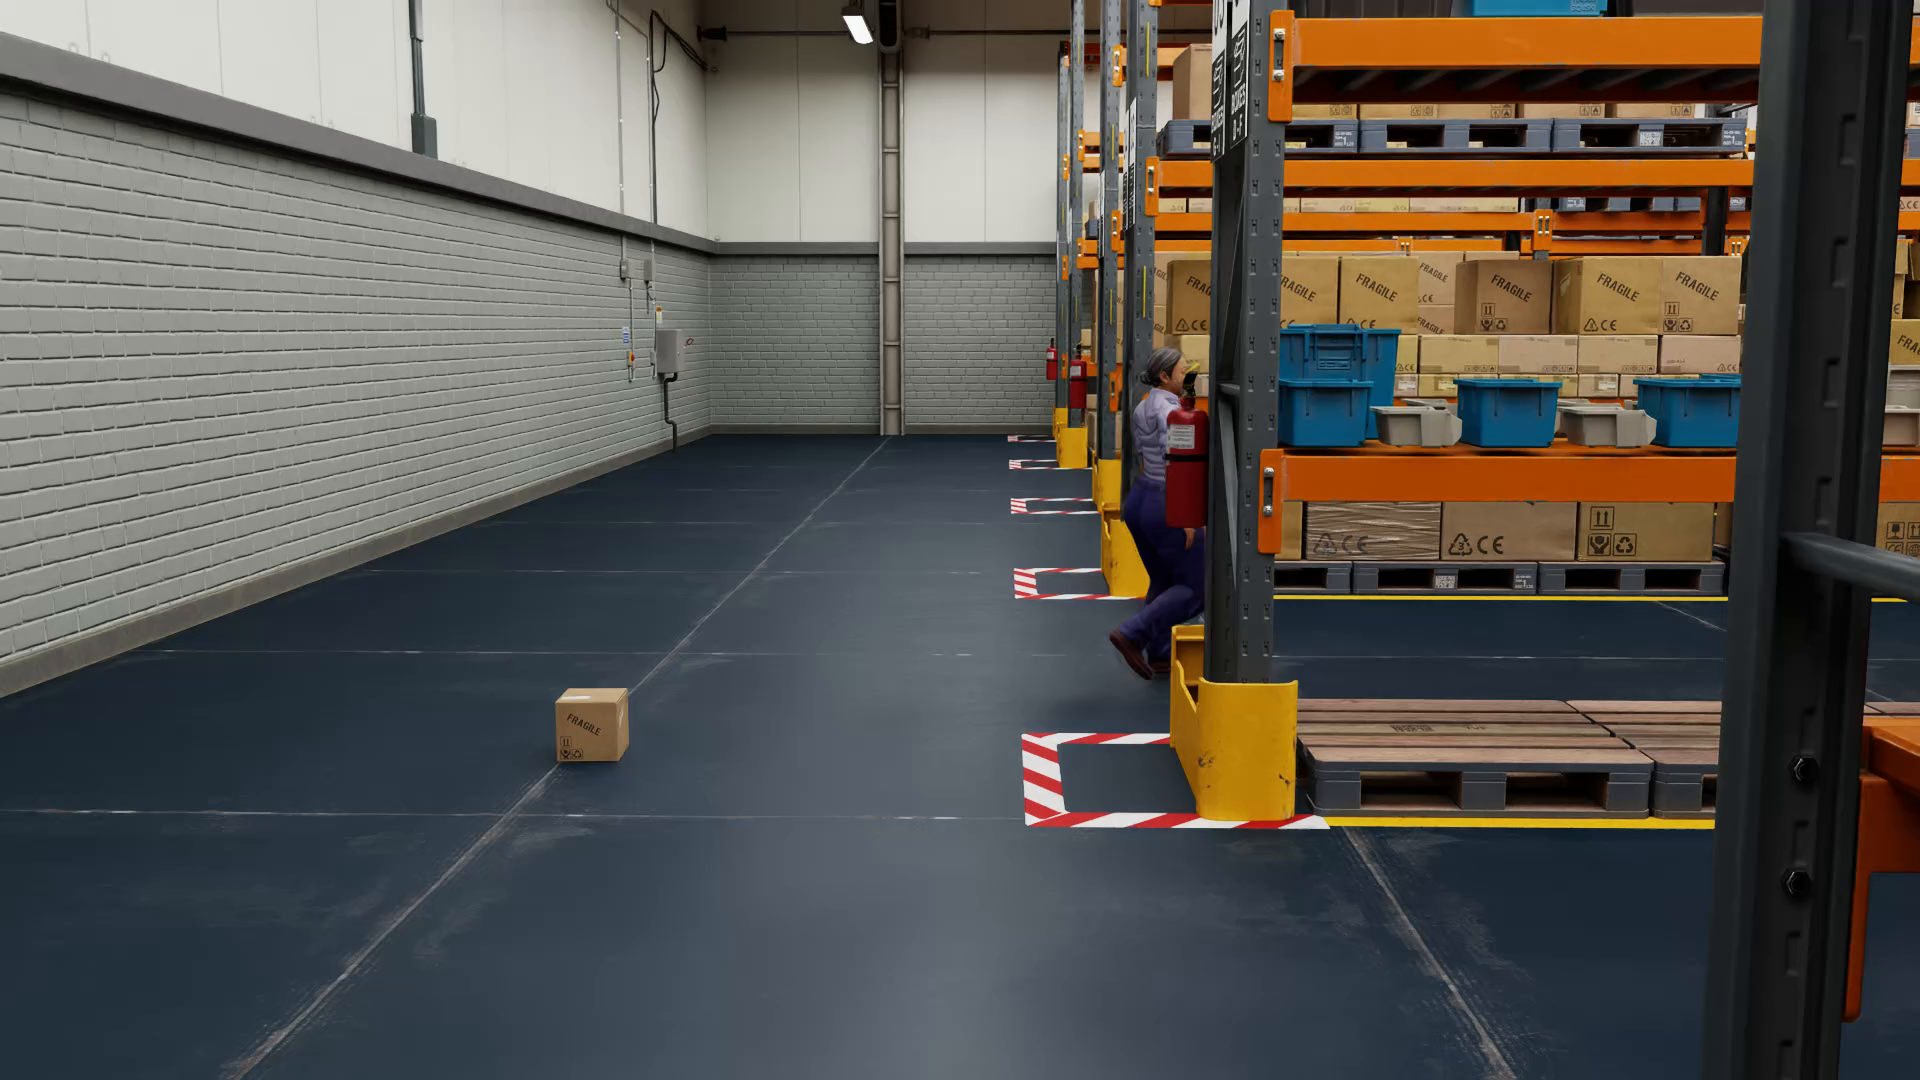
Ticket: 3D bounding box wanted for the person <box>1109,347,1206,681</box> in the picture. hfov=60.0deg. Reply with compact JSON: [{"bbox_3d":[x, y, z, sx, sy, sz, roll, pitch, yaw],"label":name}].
[{"bbox_3d":[0.987,-0.119,8.088,0.605,1.629,0.527,-3,8,-20],"label":"person"}]
